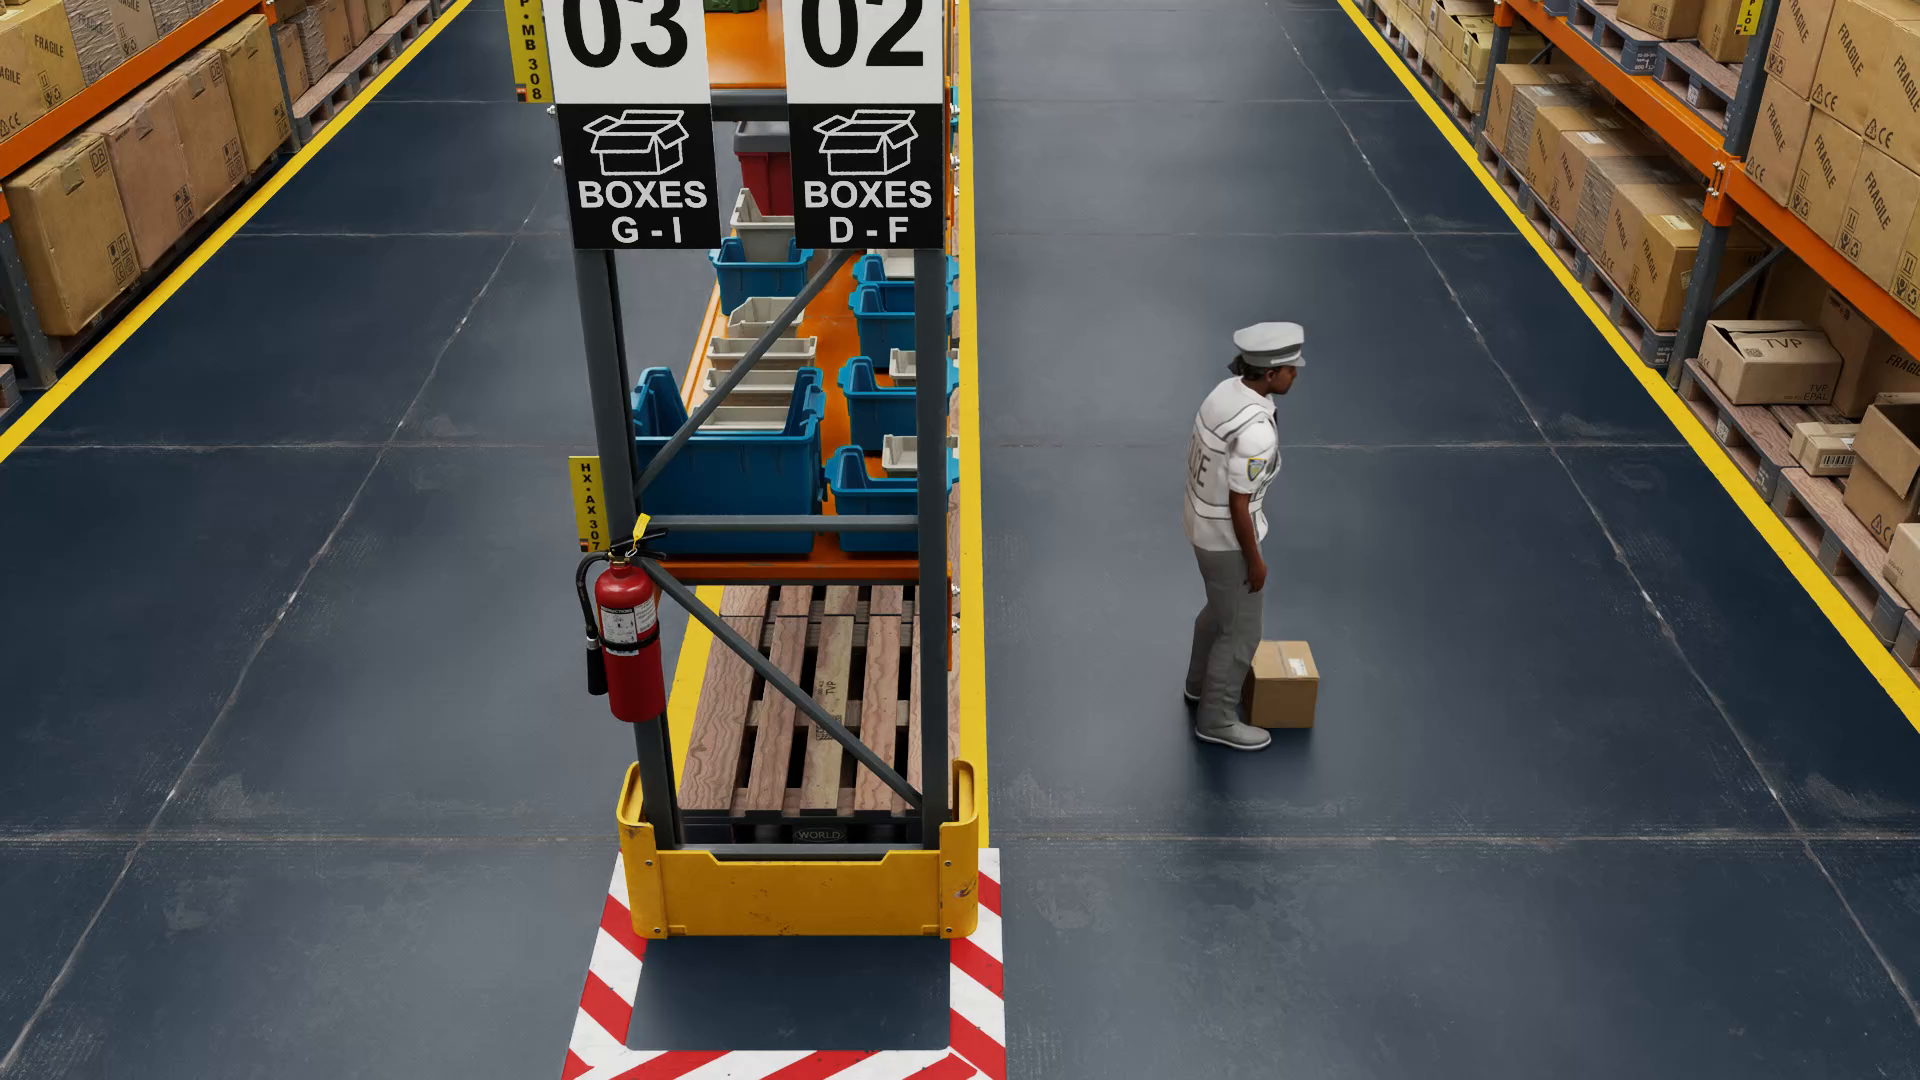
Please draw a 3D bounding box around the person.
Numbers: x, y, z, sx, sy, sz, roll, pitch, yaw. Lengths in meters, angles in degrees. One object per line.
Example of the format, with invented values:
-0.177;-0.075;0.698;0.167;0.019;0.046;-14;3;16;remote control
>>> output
1.029;-0.015;6.217;0.388;1.659;0.506;-1;31;-2;person
